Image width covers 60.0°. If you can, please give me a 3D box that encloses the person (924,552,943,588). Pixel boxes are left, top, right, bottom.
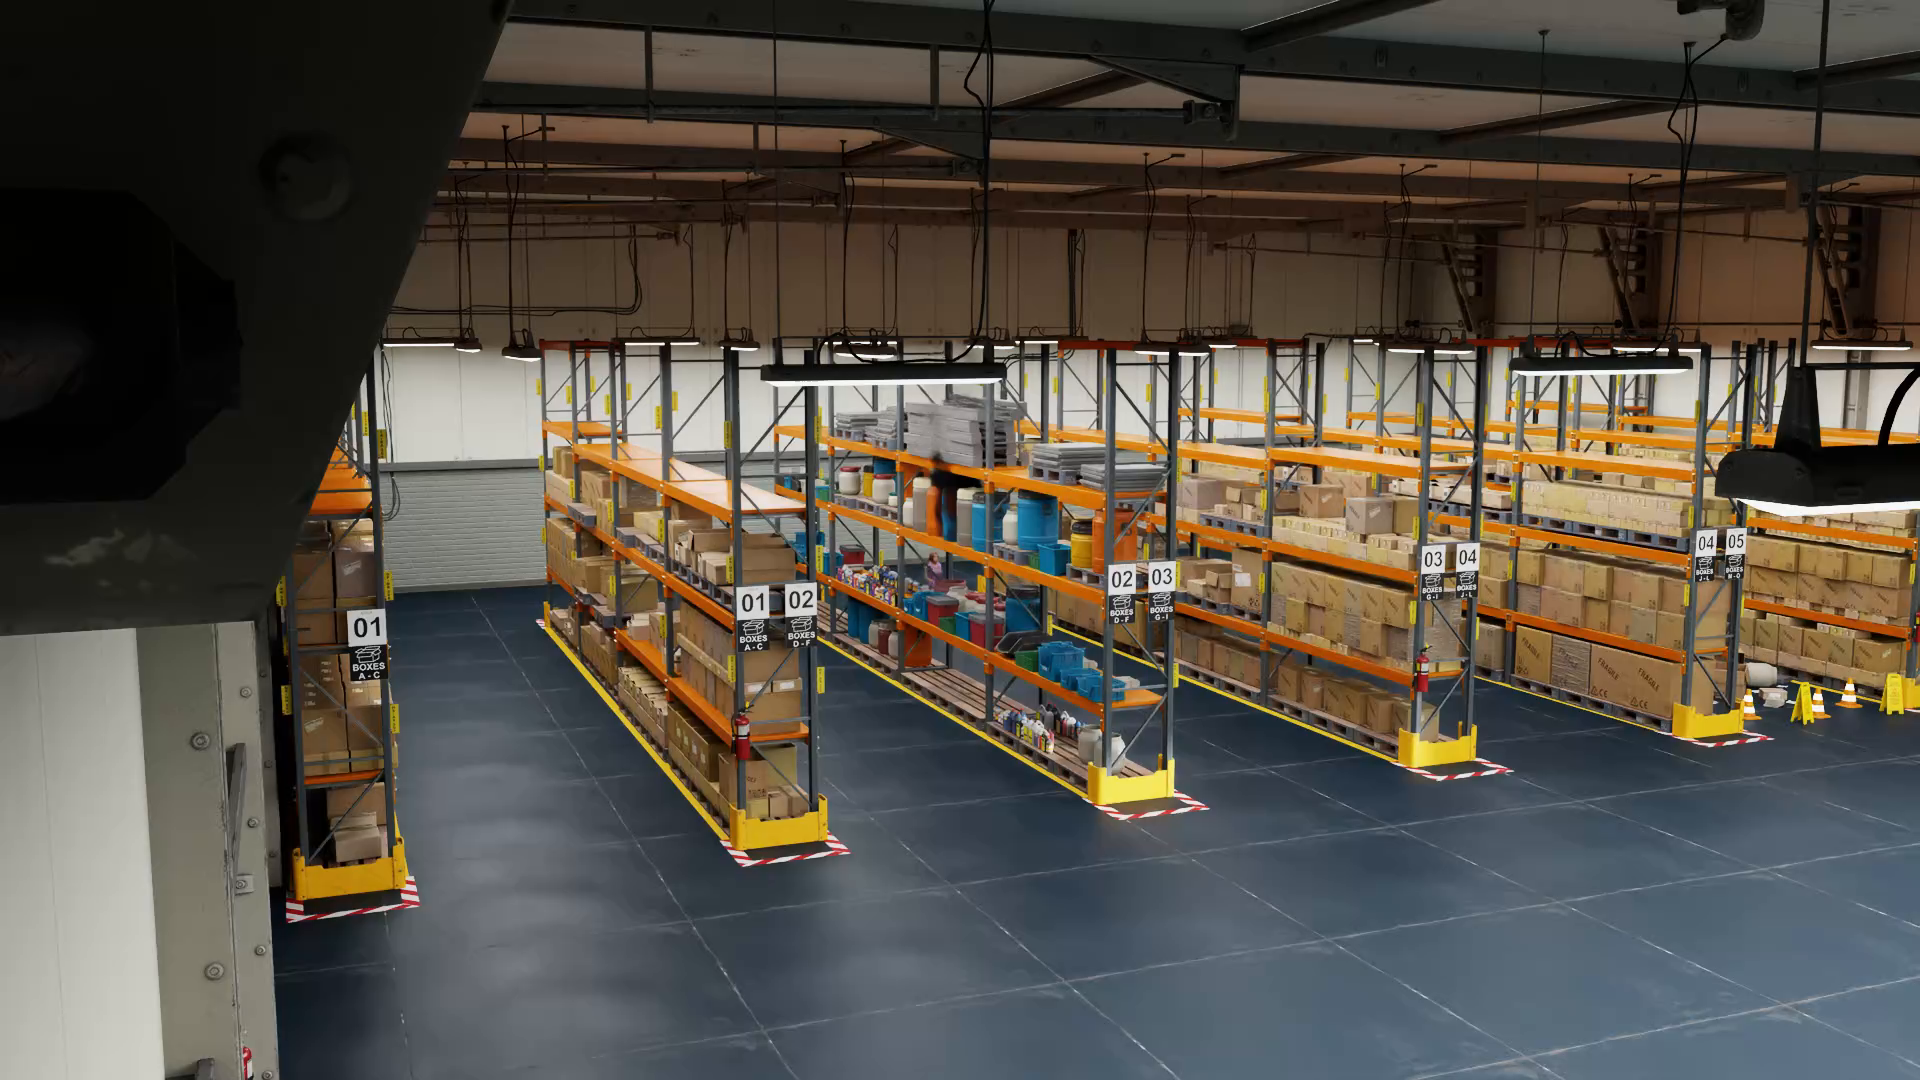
[{"bbox_3d":[-0.505,1.017,34.883,0.508,1.557,0.565,-5,9,-34],"label":"person"}]
